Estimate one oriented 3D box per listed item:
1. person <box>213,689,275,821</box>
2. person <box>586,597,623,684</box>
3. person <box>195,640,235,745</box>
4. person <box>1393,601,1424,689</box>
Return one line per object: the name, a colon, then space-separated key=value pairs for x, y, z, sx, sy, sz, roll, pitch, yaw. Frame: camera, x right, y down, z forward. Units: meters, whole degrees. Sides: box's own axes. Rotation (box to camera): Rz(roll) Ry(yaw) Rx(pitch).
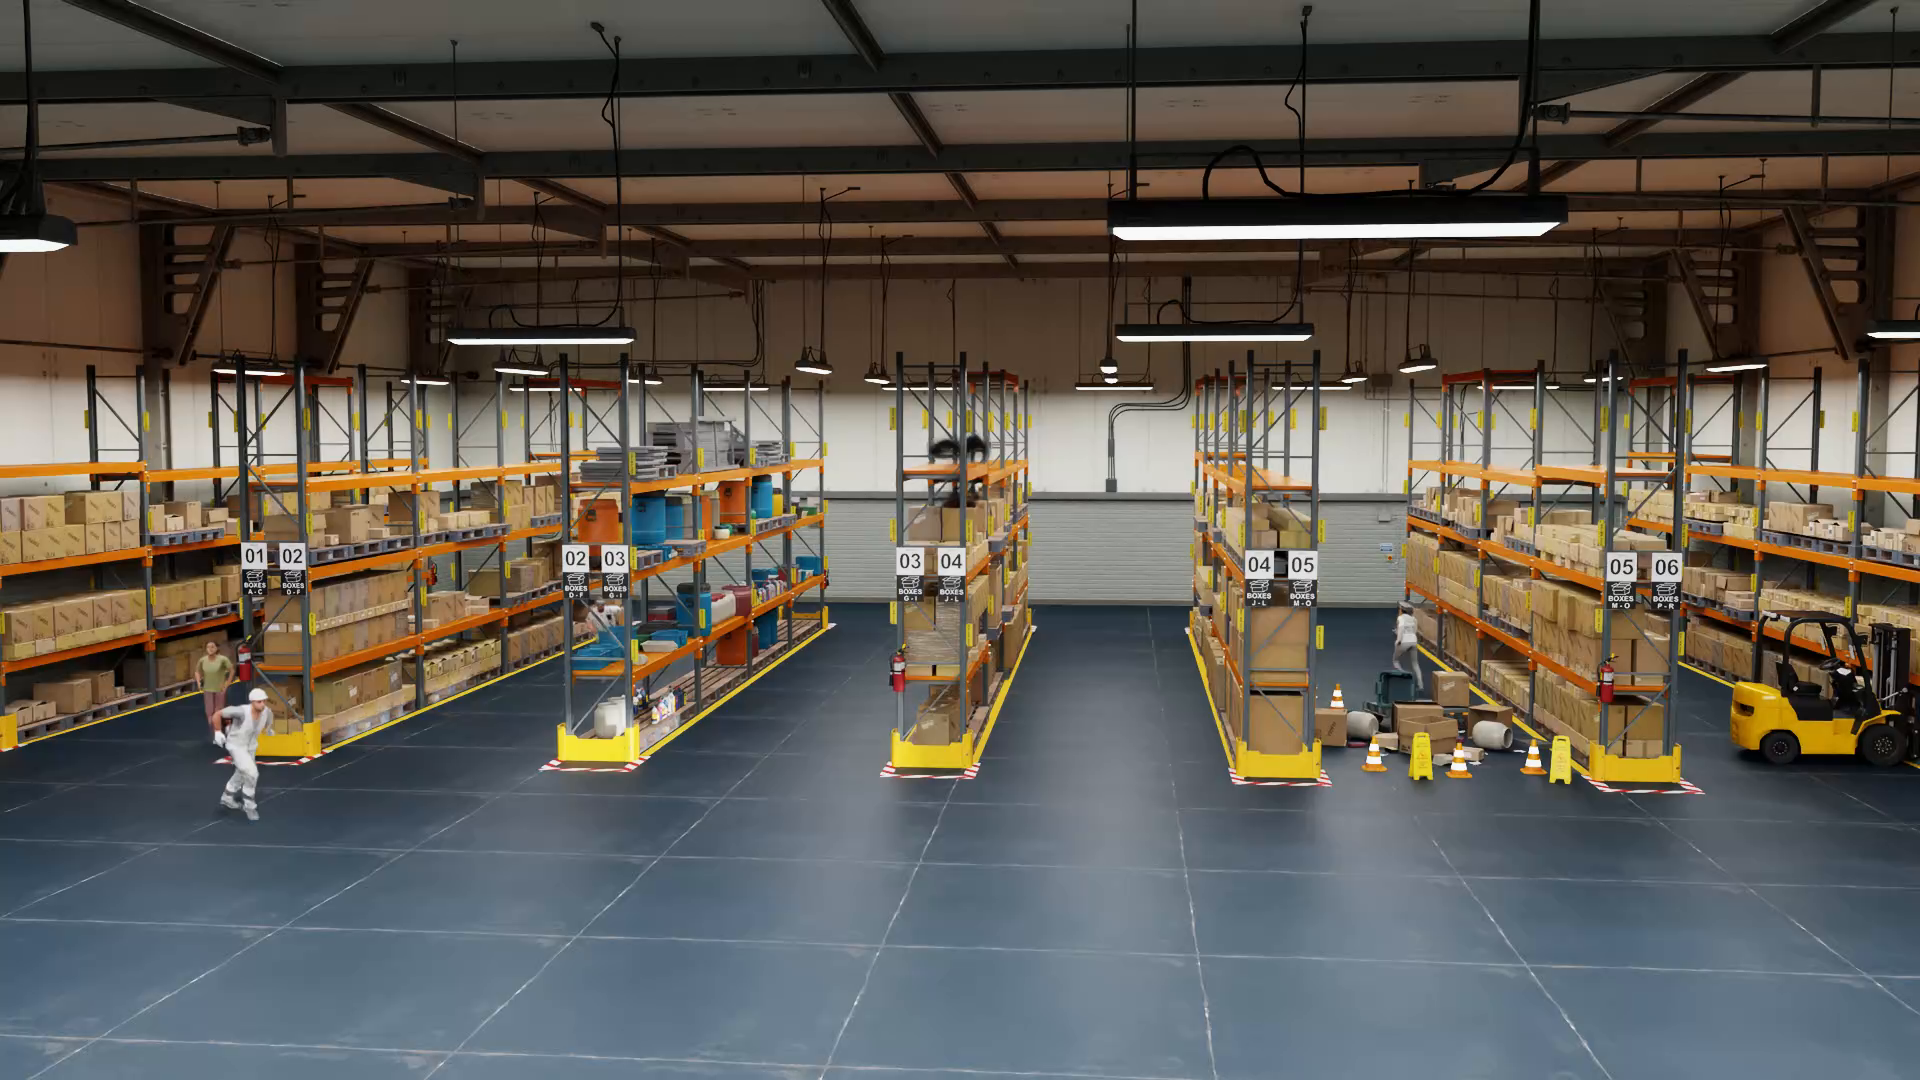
person: x=-9.074 y=2.688 z=20.987 sx=1.003 sy=1.692 sz=0.714 roll=3 pitch=5 yaw=33
person: x=-6.855 y=1.908 z=32.216 sx=0.698 sy=1.725 sz=1.012 roll=0 pitch=4 yaw=0
person: x=-11.602 y=2.349 z=25.912 sx=0.587 sy=1.620 sz=0.614 roll=0 pitch=4 yaw=-7
person: x=8.345 y=1.989 z=31.027 sx=0.595 sy=1.650 sz=0.932 roll=-1 pitch=4 yaw=-15
